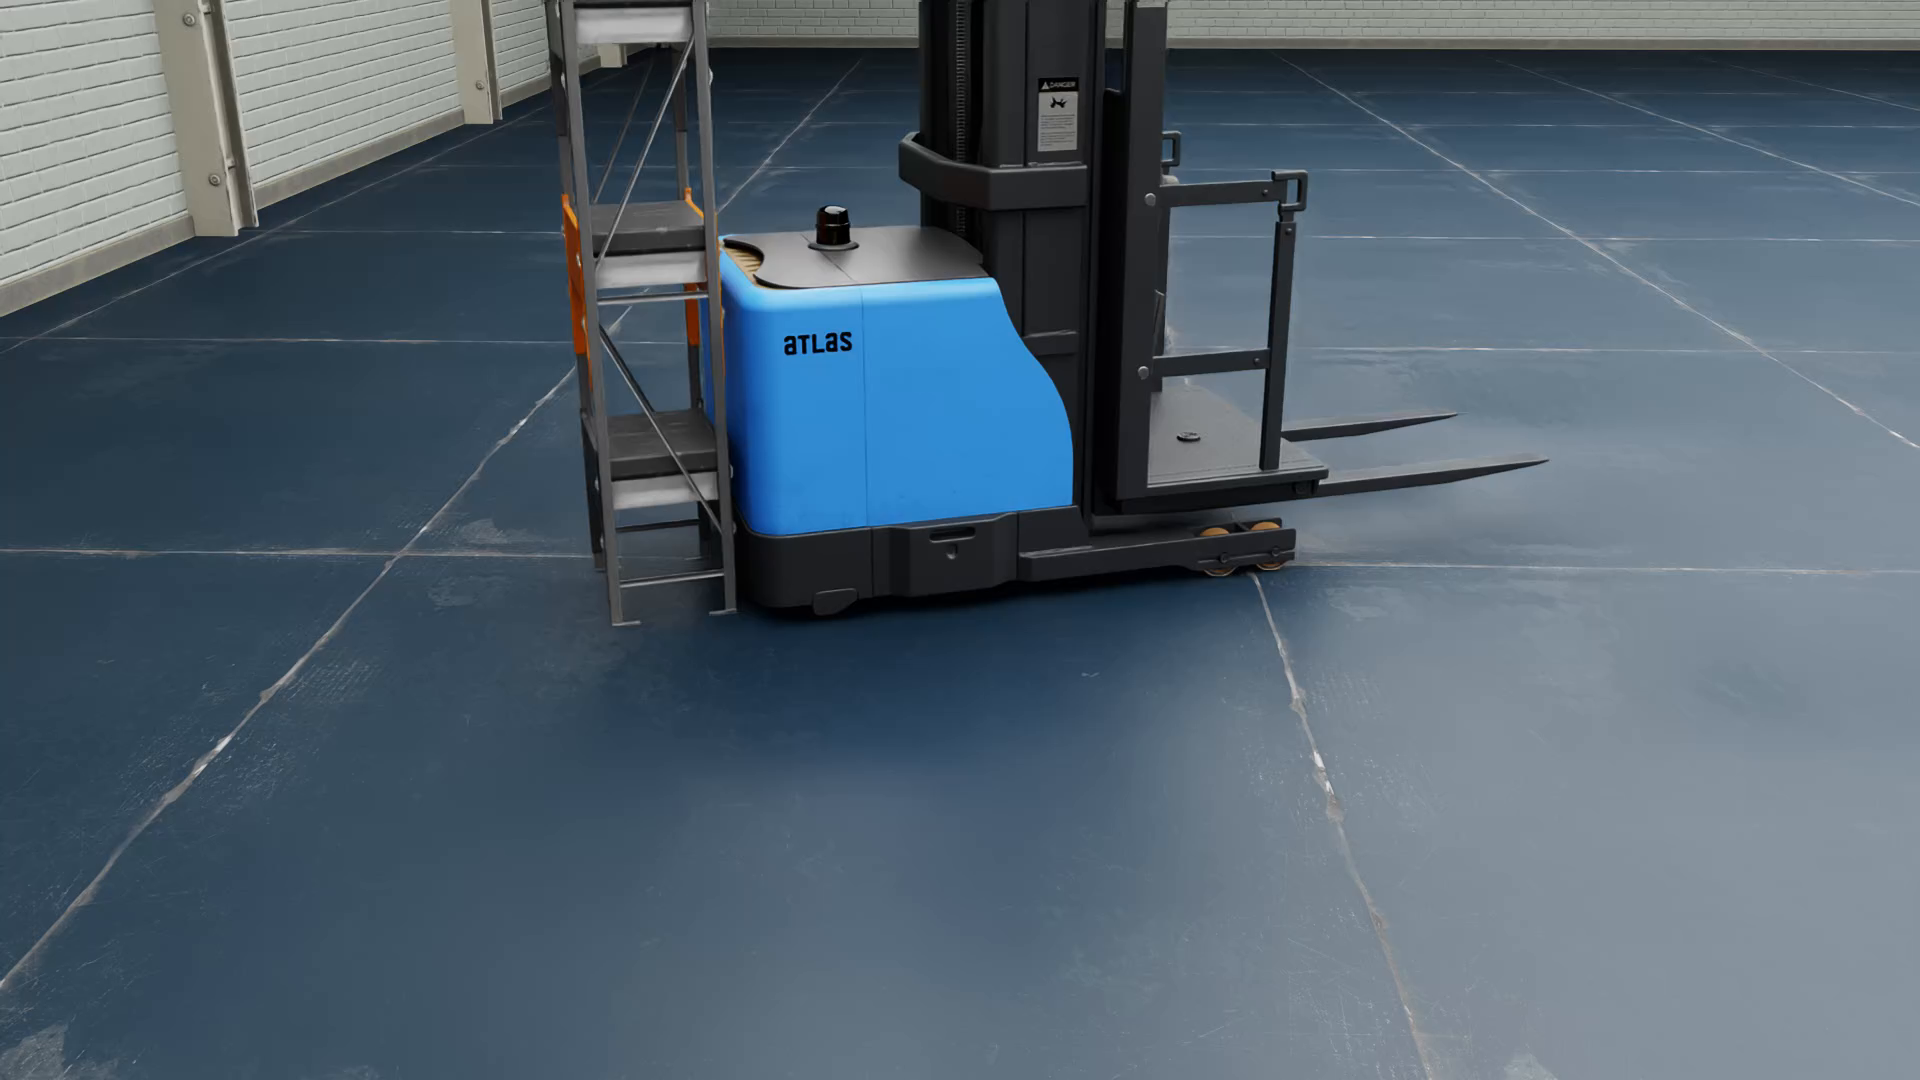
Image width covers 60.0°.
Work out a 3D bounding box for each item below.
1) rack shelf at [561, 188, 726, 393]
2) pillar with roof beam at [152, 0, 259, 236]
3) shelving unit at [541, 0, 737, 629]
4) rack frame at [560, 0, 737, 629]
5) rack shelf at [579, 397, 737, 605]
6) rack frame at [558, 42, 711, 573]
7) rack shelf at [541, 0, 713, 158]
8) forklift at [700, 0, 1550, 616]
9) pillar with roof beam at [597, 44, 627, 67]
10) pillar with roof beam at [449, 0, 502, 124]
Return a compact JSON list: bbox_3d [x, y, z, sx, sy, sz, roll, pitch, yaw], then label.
[{"bbox_3d":[-0.994,-0.792,5.205,0.431,0.518,0.480,-7,22,-17],"label":"rack shelf"},{"bbox_3d":[-0.812,-6.302,9.832,9.100,9.000,0.400,1,21,2],"label":"pillar with roof beam"},{"bbox_3d":[-0.994,-0.805,5.200,0.431,2.100,0.503,-7,22,-17],"label":"shelving unit"},{"bbox_3d":[-0.919,-0.721,4.983,0.400,2.100,0.015,-7,22,-17],"label":"rack frame"},{"bbox_3d":[-0.994,-0.139,5.458,0.431,0.518,0.480,-7,22,-17],"label":"rack shelf"},{"bbox_3d":[-1.068,-0.889,5.416,0.400,2.100,0.015,-7,22,-17],"label":"rack frame"},{"bbox_3d":[-0.994,-1.444,4.951,0.431,0.518,0.480,-7,22,-17],"label":"rack shelf"},{"bbox_3d":[0.653,-1.415,5.624,3.031,2.935,1.130,-6,22,-16],"label":"forklift"},{"bbox_3d":[-0.447,-10.641,21.014,9.100,9.000,0.400,1,21,2],"label":"pillar with roof beam"},{"bbox_3d":[-0.630,-8.472,15.423,9.100,9.000,0.400,1,21,2],"label":"pillar with roof beam"}]
